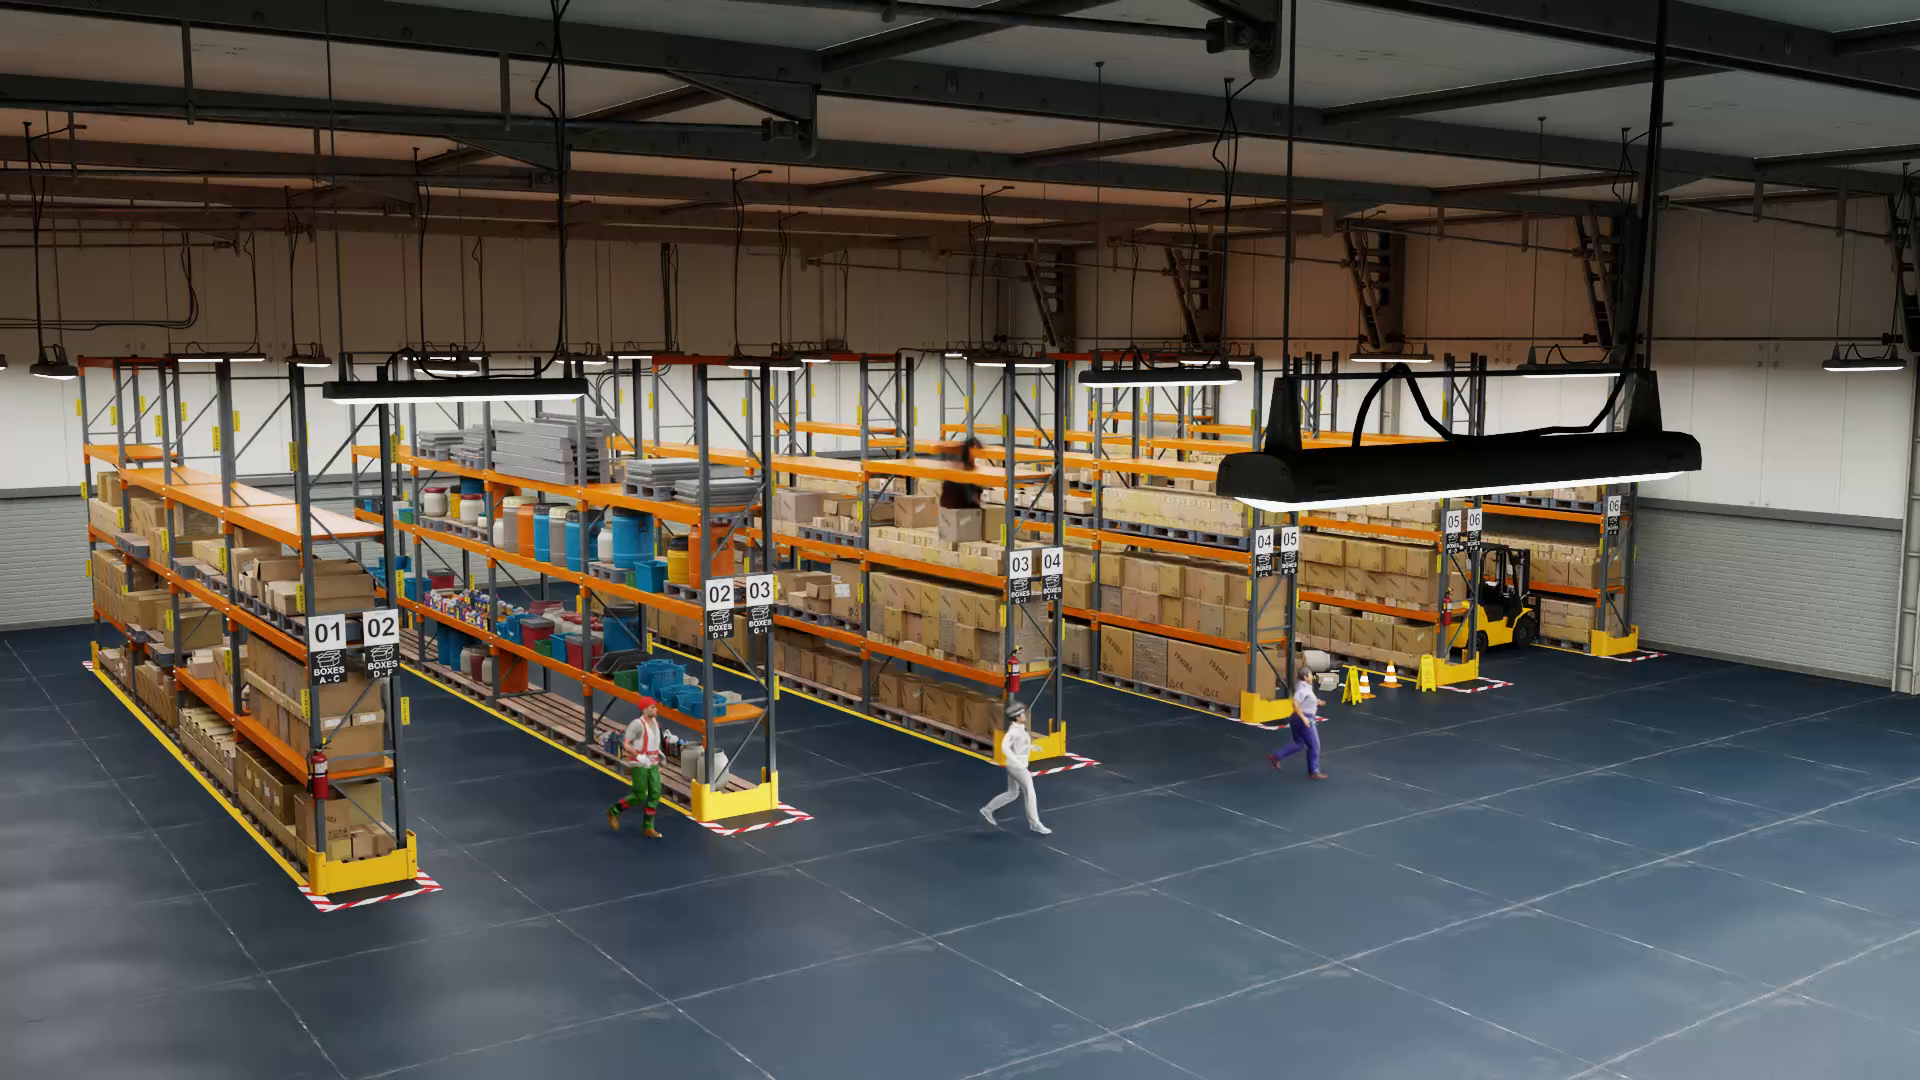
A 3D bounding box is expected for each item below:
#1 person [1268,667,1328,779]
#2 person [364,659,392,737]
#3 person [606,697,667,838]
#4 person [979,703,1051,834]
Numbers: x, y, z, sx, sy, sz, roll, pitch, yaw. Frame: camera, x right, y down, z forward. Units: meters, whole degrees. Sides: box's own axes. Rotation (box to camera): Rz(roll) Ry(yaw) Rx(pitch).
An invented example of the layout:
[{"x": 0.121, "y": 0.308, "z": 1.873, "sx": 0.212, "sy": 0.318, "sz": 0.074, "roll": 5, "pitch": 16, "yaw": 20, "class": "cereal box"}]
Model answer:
[{"x": 4.880, "y": 2.667, "z": 23.887, "sx": 0.855, "sy": 1.538, "sz": 0.610, "roll": 0, "pitch": 7, "yaw": -2, "class": "person"}, {"x": -9.139, "y": 2.284, "z": 26.238, "sx": 0.909, "sy": 1.691, "sz": 0.575, "roll": 7, "pitch": 10, "yaw": 44, "class": "person"}, {"x": -4.061, "y": 2.878, "z": 21.362, "sx": 0.778, "sy": 1.754, "sz": 0.725, "roll": 3, "pitch": 8, "yaw": 25, "class": "person"}, {"x": 0.711, "y": 2.919, "z": 21.252, "sx": 0.925, "sy": 1.707, "sz": 0.604, "roll": -1, "pitch": 7, "yaw": -4, "class": "person"}]
